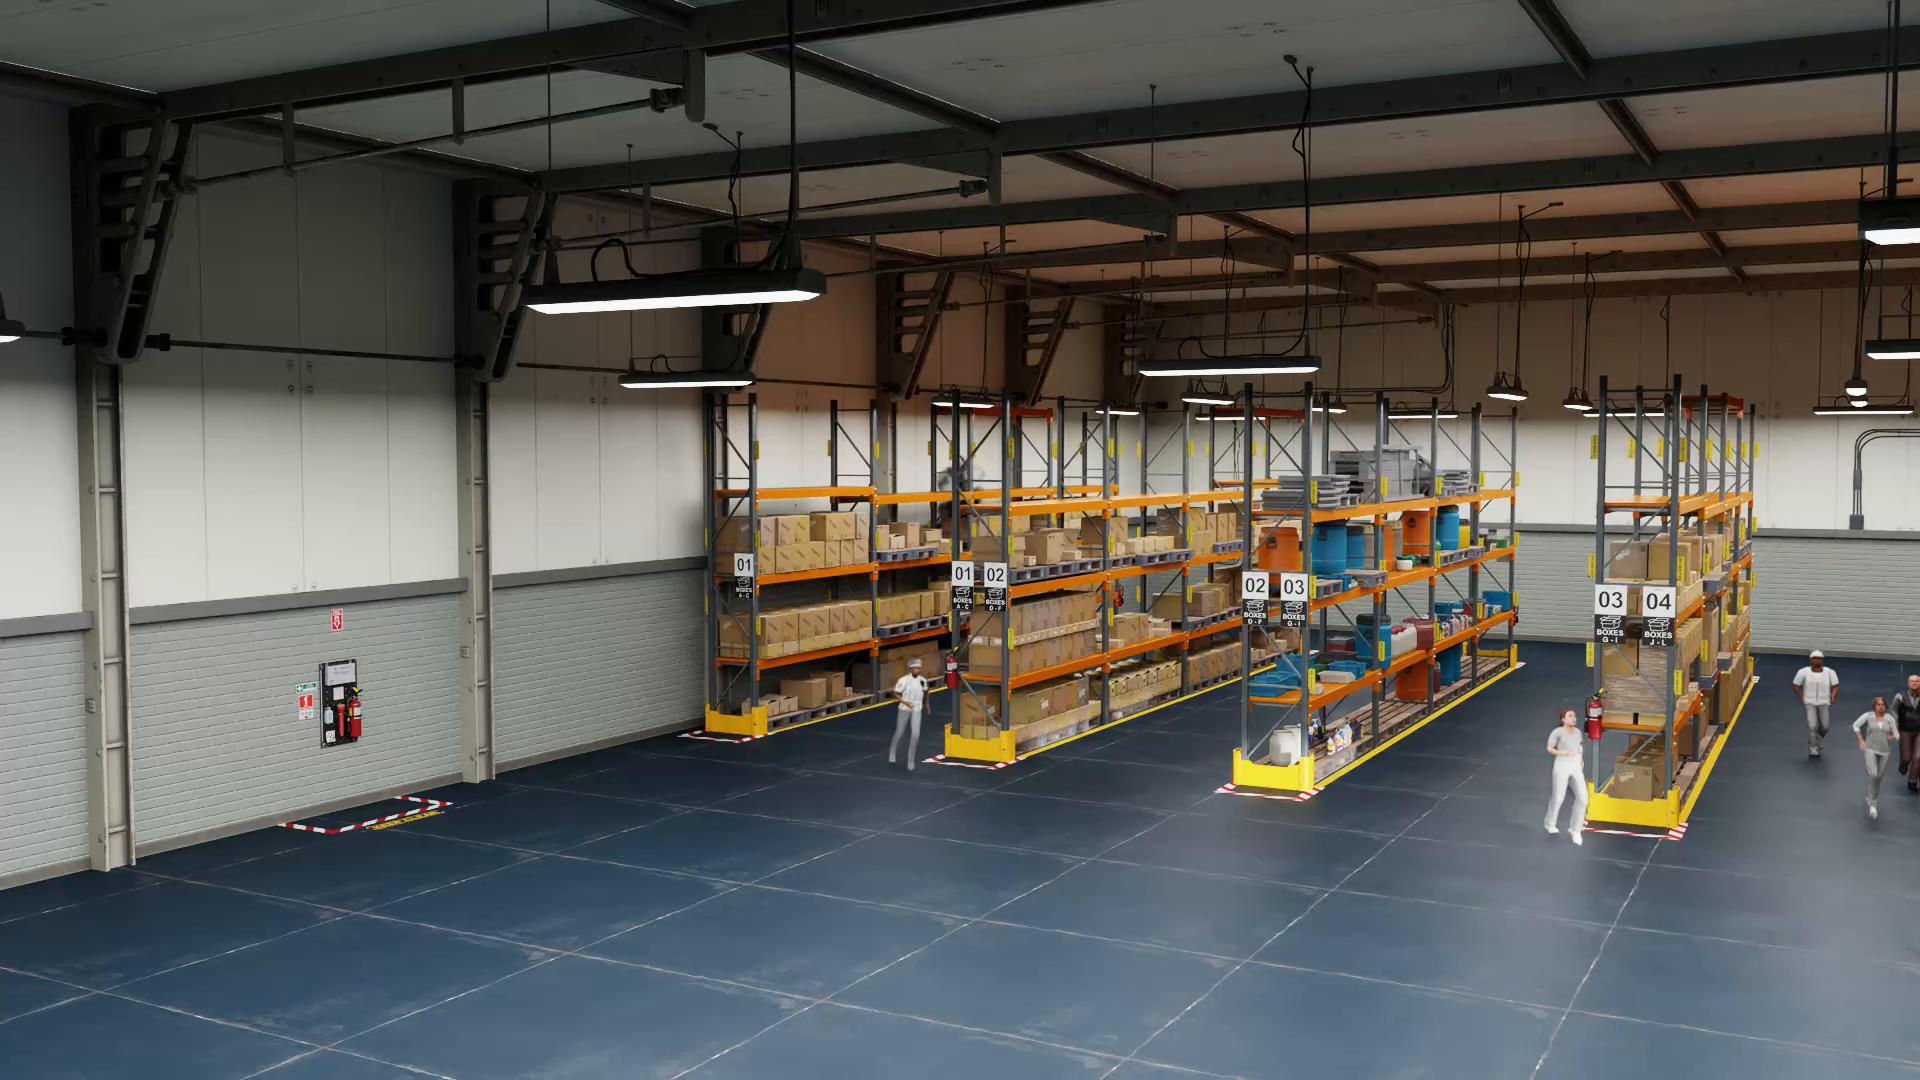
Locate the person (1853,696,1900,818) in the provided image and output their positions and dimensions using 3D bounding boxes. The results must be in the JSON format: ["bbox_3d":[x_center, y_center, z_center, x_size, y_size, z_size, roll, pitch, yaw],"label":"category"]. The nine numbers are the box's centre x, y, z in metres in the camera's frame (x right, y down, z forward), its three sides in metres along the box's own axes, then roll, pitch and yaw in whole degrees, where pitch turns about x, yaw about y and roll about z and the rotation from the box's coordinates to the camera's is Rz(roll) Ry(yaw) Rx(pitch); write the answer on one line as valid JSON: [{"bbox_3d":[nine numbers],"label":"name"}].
[{"bbox_3d":[12.613,2.966,22.878,0.523,1.647,0.739,1,3,14],"label":"person"}]

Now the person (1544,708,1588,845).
[{"bbox_3d":[7.806,3.015,21.394,0.570,1.701,0.650,0,3,-7],"label":"person"}]

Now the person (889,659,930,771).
[{"bbox_3d":[-0.757,2.736,26.314,0.653,1.710,0.772,-1,3,-18],"label":"person"}]

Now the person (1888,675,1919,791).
[{"bbox_3d":[14.127,2.844,24.619,0.676,1.681,0.712,1,3,26],"label":"person"}]

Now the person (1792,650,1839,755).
[{"bbox_3d":[14.033,2.668,27.261,0.696,1.718,0.605,1,3,22],"label":"person"}]
